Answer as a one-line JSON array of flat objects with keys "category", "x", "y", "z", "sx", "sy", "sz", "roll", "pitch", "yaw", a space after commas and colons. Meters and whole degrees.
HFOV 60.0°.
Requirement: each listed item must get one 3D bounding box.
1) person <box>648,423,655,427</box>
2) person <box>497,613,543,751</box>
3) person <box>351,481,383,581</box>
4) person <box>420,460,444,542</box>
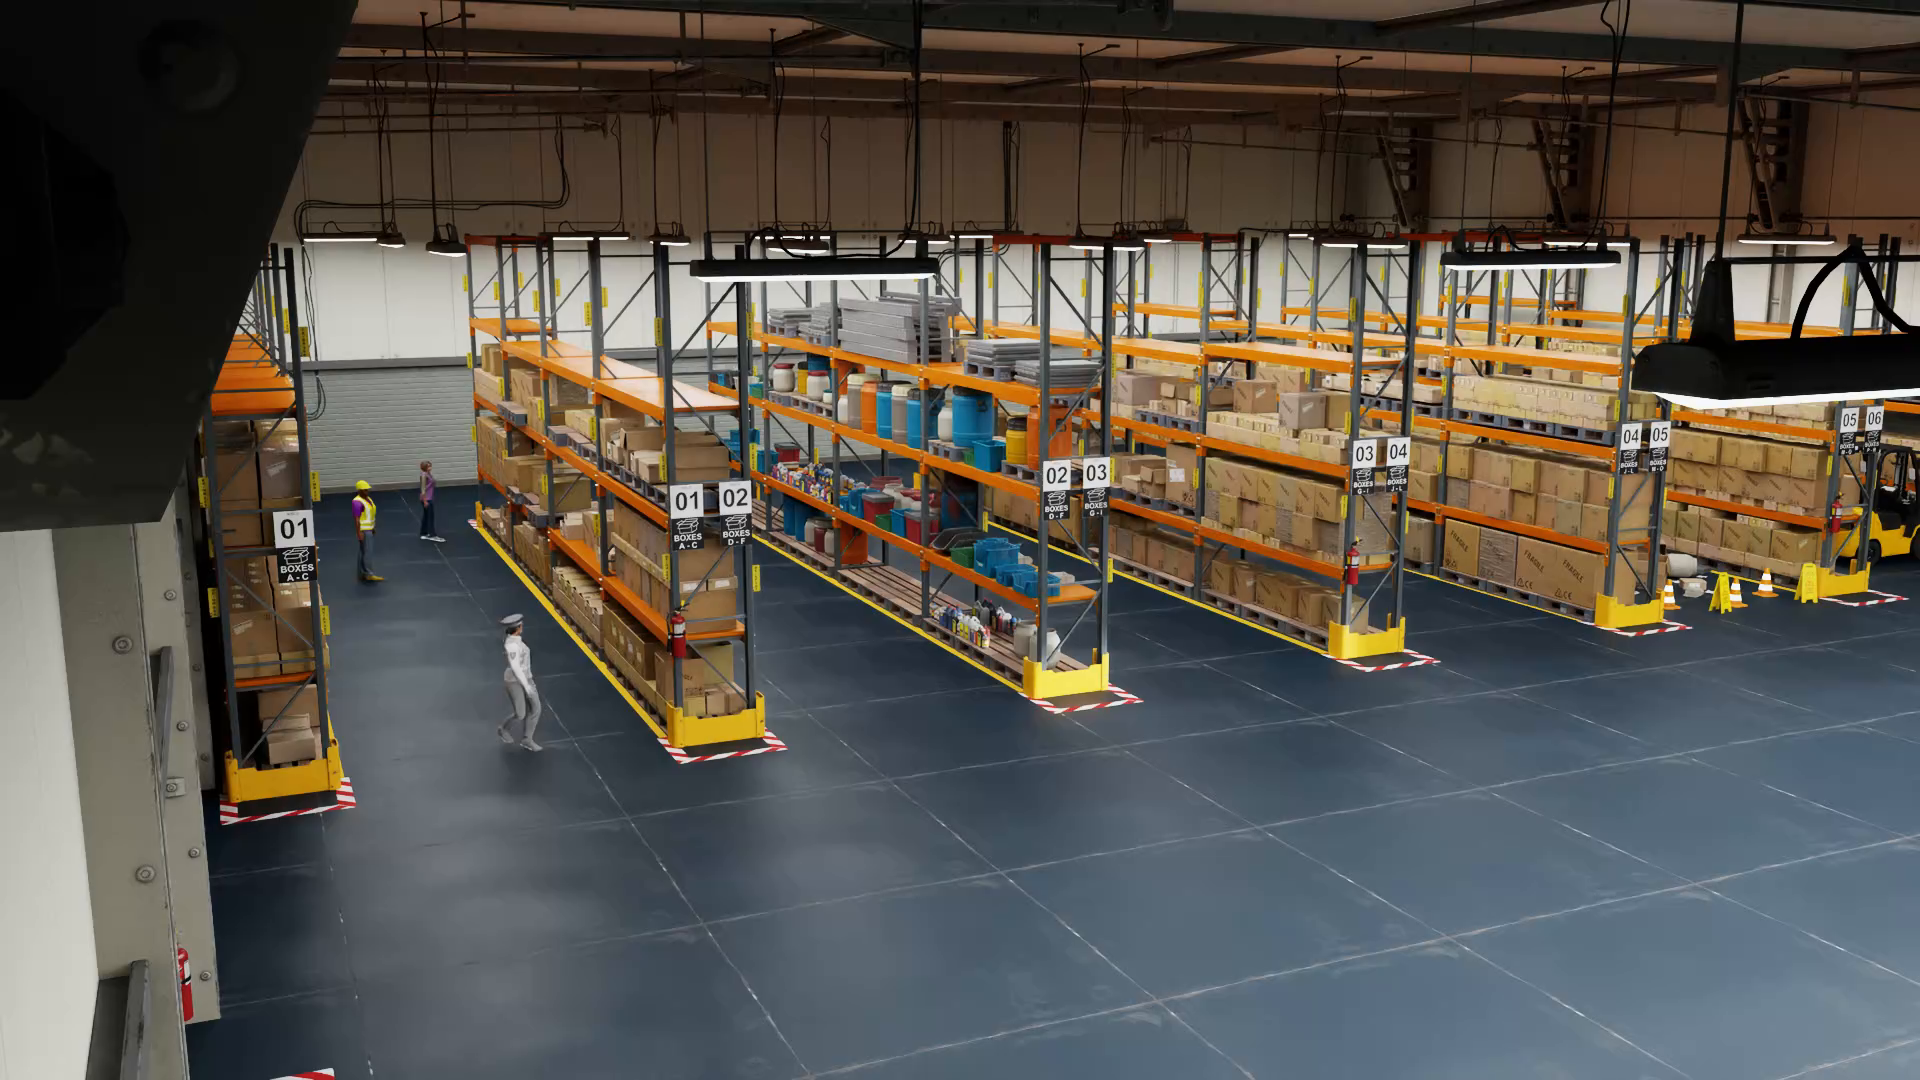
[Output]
[{"category": "person", "x": -7.081, "y": -1.766, "z": 37.953, "sx": 0.684, "sy": 1.852, "sz": 0.780, "roll": -5, "pitch": 12, "yaw": -26}, {"category": "person", "x": -5.329, "y": 1.721, "z": 20.044, "sx": 0.605, "sy": 1.671, "sz": 0.548, "roll": 2, "pitch": 11, "yaw": 9}, {"category": "person", "x": -10.501, "y": -0.183, "z": 29.439, "sx": 0.453, "sy": 1.775, "sz": 0.590, "roll": -3, "pitch": 11, "yaw": -15}, {"category": "person", "x": -10.505, "y": -0.781, "z": 32.965, "sx": 0.470, "sy": 1.617, "sz": 0.439, "roll": -2, "pitch": 11, "yaw": -11}]
